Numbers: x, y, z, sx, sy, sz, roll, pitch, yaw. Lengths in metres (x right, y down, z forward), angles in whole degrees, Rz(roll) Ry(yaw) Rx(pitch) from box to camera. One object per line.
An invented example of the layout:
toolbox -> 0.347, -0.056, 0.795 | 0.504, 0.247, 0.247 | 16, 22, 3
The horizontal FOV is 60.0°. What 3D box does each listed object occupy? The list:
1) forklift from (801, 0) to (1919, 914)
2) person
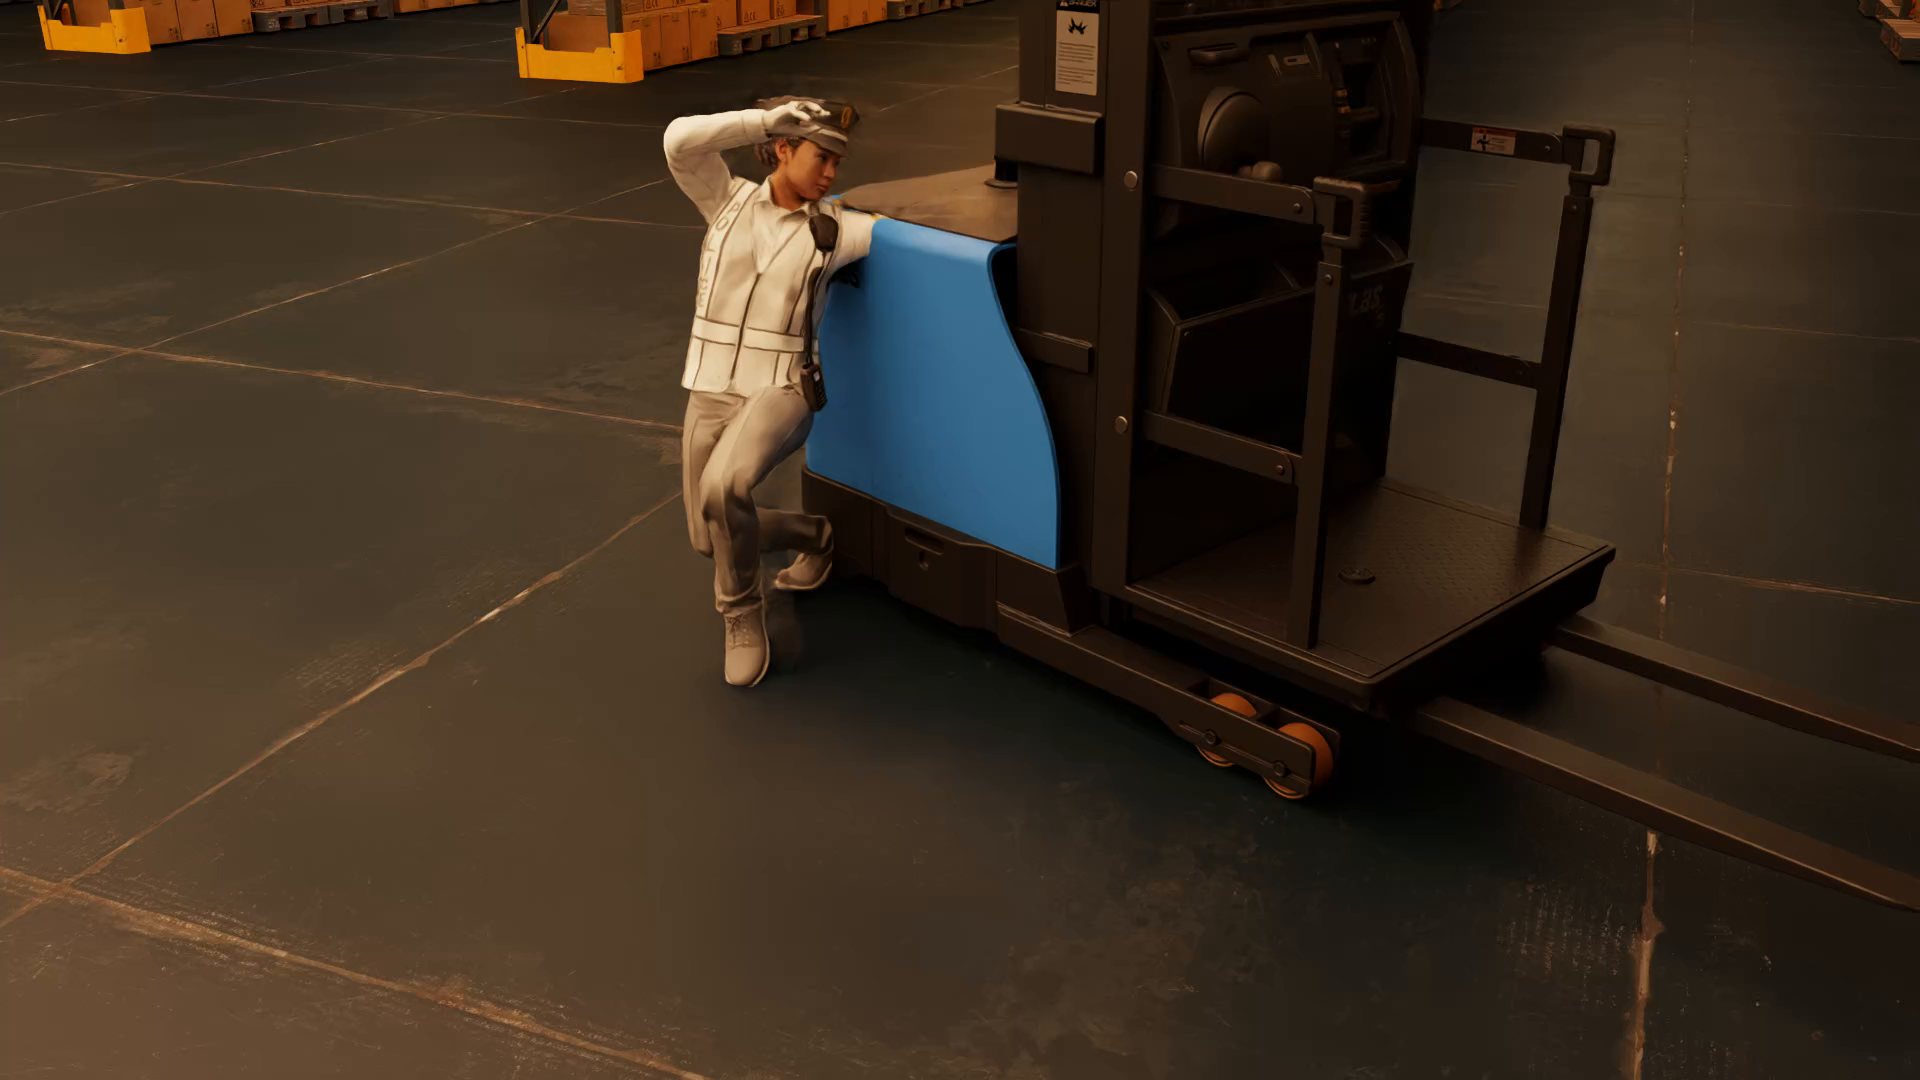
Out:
forklift -> 0.919, -0.999, 3.682 | 1.130, 2.935, 3.031 | -20, 30, -39
person -> -0.272, -0.375, 4.194 | 0.975, 1.428, 0.848 | 8, 24, 18
